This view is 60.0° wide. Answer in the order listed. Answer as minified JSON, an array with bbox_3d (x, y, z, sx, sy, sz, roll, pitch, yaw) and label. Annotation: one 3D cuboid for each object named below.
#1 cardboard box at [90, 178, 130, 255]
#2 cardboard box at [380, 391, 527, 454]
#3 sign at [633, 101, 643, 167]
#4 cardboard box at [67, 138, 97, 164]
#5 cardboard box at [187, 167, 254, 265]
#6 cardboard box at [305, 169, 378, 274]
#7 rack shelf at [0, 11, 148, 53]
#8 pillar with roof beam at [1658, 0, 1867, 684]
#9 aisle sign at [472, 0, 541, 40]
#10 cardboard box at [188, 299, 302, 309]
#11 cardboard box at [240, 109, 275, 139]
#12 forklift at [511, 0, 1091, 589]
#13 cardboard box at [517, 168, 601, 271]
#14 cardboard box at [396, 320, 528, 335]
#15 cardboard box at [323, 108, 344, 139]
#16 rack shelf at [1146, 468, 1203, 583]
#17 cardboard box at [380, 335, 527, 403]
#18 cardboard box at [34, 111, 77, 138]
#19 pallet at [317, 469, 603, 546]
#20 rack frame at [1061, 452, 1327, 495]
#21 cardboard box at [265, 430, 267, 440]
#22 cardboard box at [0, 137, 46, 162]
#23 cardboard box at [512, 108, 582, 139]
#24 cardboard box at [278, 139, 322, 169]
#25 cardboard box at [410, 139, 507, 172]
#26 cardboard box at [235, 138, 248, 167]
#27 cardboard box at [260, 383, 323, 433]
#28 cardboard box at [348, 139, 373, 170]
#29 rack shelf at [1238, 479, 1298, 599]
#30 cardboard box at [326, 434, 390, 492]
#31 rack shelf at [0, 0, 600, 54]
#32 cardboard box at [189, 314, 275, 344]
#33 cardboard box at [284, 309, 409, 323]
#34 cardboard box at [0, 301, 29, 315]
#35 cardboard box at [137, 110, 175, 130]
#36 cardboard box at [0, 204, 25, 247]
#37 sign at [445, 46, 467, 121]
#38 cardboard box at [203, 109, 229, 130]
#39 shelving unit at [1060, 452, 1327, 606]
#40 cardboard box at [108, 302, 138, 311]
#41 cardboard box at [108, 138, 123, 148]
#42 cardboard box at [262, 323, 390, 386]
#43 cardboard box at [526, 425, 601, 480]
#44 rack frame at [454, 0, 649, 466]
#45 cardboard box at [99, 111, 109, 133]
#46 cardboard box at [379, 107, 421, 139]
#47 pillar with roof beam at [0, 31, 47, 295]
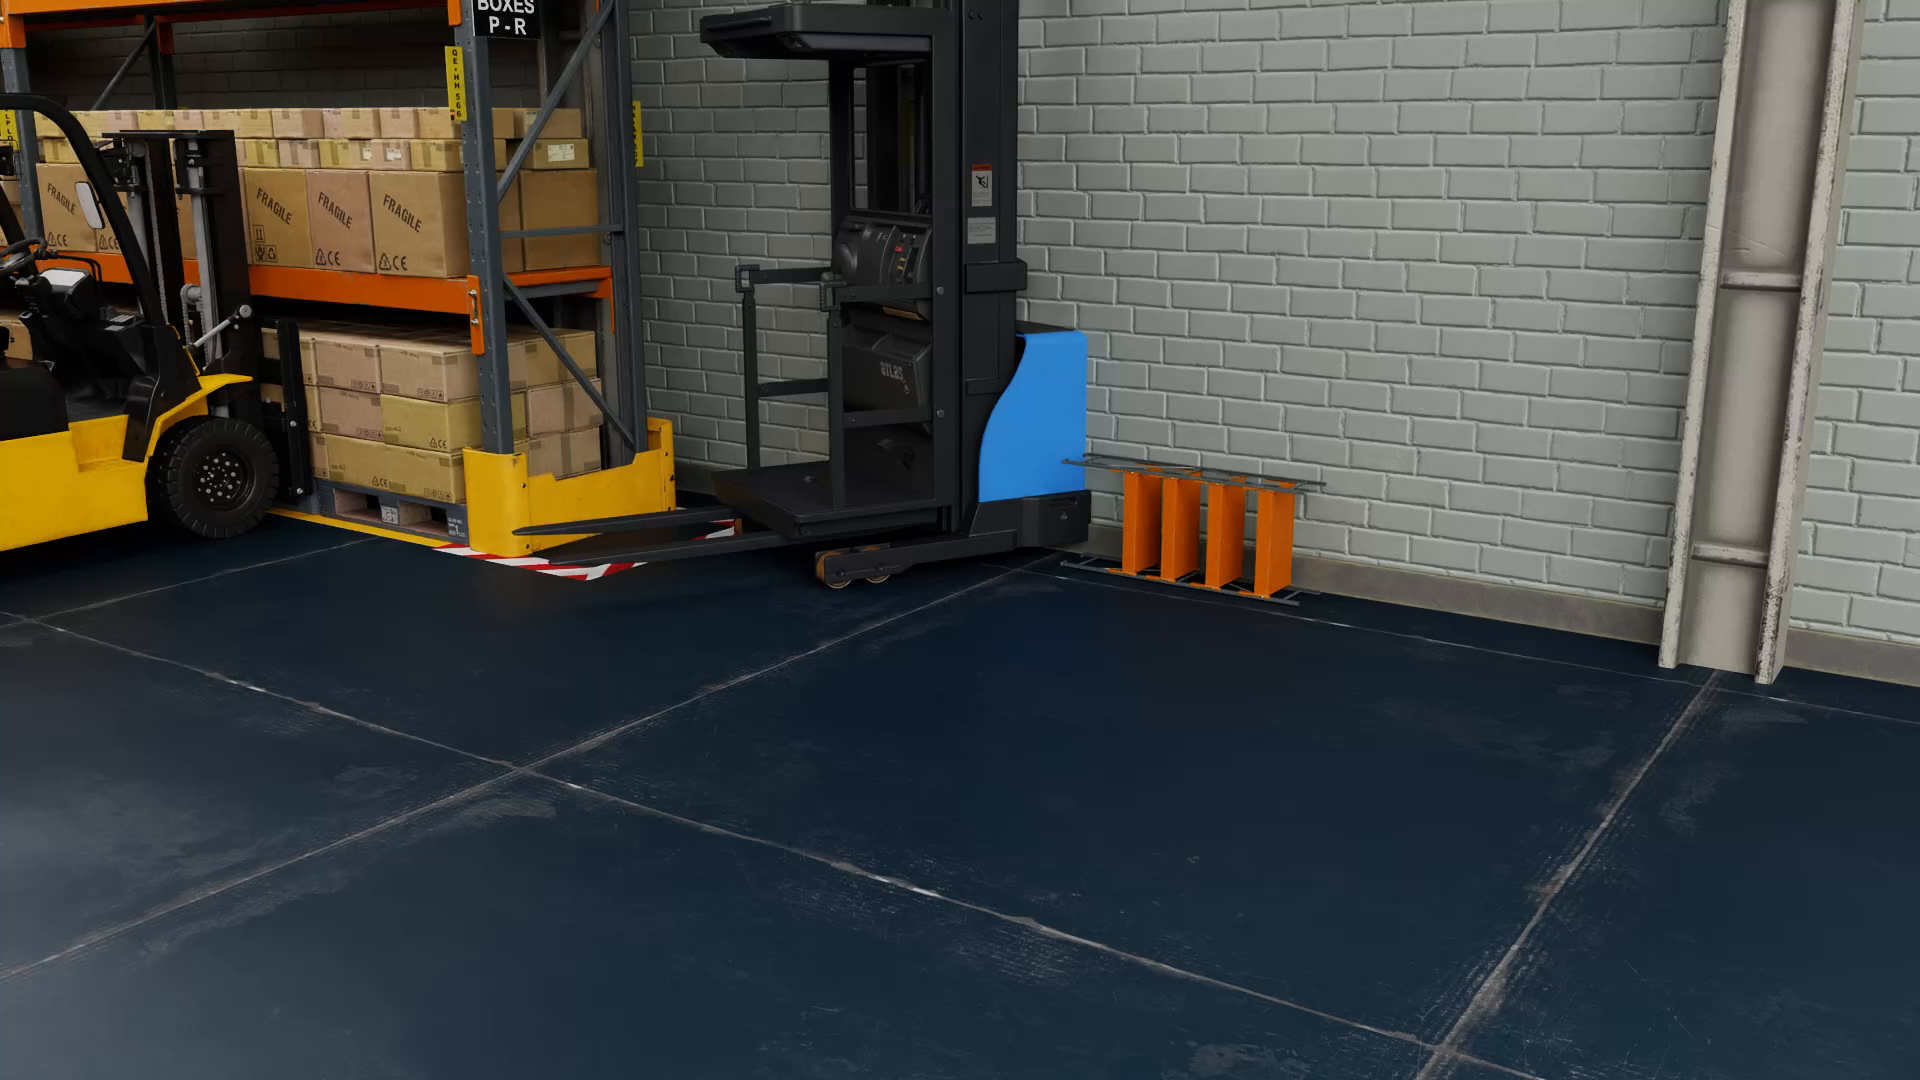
[{"bbox_3d":[-4.635,-1.916,9.612,0.500,0.500,0.500,10,17,34],"label":"cardboard box"},{"bbox_3d":[-2.558,-0.624,8.408,0.500,0.250,0.500,9,16,32],"label":"cardboard box"},{"bbox_3d":[-1.665,-2.077,8.507,0.005,0.325,0.100,9,17,33],"label":"sign"},{"bbox_3d":[-4.965,-2.279,9.730,0.250,0.149,0.380,10,17,34],"label":"cardboard box"},{"bbox_3d":[-3.809,-1.776,9.049,0.500,0.500,0.500,9,17,33],"label":"cardboard box"},{"bbox_3d":[-2.960,-1.643,8.508,0.500,0.500,0.500,10,17,35],"label":"cardboard box"},{"bbox_3d":[-6.958,-3.420,11.153,4.000,0.370,1.077,9,17,33],"label":"rack shelf"},{"bbox_3d":[0.521,-3.031,1.841,0.400,9.000,9.100,9,17,33],"label":"pillar with roof beam"},{"bbox_3d":[-2.089,-2.703,7.592,0.004,0.787,0.394,9,17,33],"label":"aisle sign"},{"bbox_3d":[-4.354,-1.307,10.130,0.500,0.250,0.500,9,16,32],"label":"cardboard box"},{"bbox_3d":[-3.510,-2.174,8.686,0.250,0.149,0.380,10,17,34],"label":"cardboard box"},{"bbox_3d":[-0.552,-1.350,7.677,3.031,2.935,1.130,-8,16,-28],"label":"forklift"},{"bbox_3d":[-2.236,-1.679,8.656,0.500,0.500,0.500,10,17,35],"label":"cardboard box"},{"bbox_3d":[-2.690,-1.032,9.017,0.500,0.250,0.500,9,17,33],"label":"cardboard box"},{"bbox_3d":[-3.014,-2.128,8.498,0.250,0.149,0.380,9,17,33],"label":"cardboard box"},{"bbox_3d":[0.975,-0.075,7.550,0.148,0.480,0.258,10,17,34],"label":"rack shelf"},{"bbox_3d":[-2.536,-0.863,8.334,0.500,0.250,0.500,10,17,35],"label":"cardboard box"},{"bbox_3d":[-5.200,-2.451,9.806,0.250,0.149,0.380,10,17,34],"label":"cardboard box"},{"bbox_3d":[-2.638,-0.250,8.892,1.213,0.211,1.003,9,17,33],"label":"pallet"},{"bbox_3d":[1.030,-0.302,7.454,1.200,0.015,0.240,10,17,34],"label":"rack frame"},{"bbox_3d":[-3.807,-0.581,9.275,0.500,0.250,0.500,10,17,35],"label":"cardboard box"},{"bbox_3d":[-5.706,-2.410,10.260,0.250,0.149,0.380,10,17,35],"label":"cardboard box"},{"bbox_3d":[-2.139,-2.104,8.405,0.250,0.149,0.380,9,16,32],"label":"cardboard box"},{"bbox_3d":[-3.281,-2.000,8.603,0.250,0.149,0.380,9,16,31],"label":"cardboard box"},{"bbox_3d":[-2.424,-1.863,8.049,0.250,0.149,0.380,9,17,34],"label":"cardboard box"},{"bbox_3d":[-3.659,-2.082,8.932,0.250,0.149,0.380,9,17,32],"label":"cardboard box"},{"bbox_3d":[-3.408,-0.758,8.951,0.500,0.250,0.500,9,16,32],"label":"cardboard box"},{"bbox_3d":[-2.834,-1.938,8.353,0.250,0.149,0.380,10,17,34],"label":"cardboard box"},{"bbox_3d":[1.352,-0.011,7.294,0.148,0.480,0.258,10,17,34],"label":"rack shelf"},{"bbox_3d":[-2.953,-0.447,8.733,0.500,0.250,0.500,9,17,33],"label":"cardboard box"},{"bbox_3d":[-3.639,-2.884,8.986,4.000,0.370,1.077,9,17,33],"label":"rack shelf"},{"bbox_3d":[-4.235,-1.137,9.443,0.500,0.250,0.500,10,17,35],"label":"cardboard box"},{"bbox_3d":[-3.520,-1.171,9.579,0.500,0.250,0.500,9,16,32],"label":"cardboard box"},{"bbox_3d":[-6.378,-1.270,11.278,0.625,0.625,0.875,9,17,32],"label":"cardboard box"},{"bbox_3d":[-4.329,-2.317,9.265,0.250,0.149,0.380,9,16,32],"label":"cardboard box"},{"bbox_3d":[-5.863,-1.988,10.424,0.500,0.250,0.500,10,17,34],"label":"cardboard box"},{"bbox_3d":[-2.294,-2.080,7.579,0.005,0.325,0.100,9,17,33],"label":"sign"},{"bbox_3d":[-3.870,-2.264,9.051,0.250,0.149,0.380,9,17,33],"label":"cardboard box"},{"bbox_3d":[1.030,-0.065,7.513,1.200,0.503,0.258,10,17,34],"label":"shelving unit"},{"bbox_3d":[-5.073,-1.272,9.988,0.500,0.250,0.500,9,16,32],"label":"cardboard box"},{"bbox_3d":[-4.570,-2.202,9.418,0.250,0.149,0.380,10,17,34],"label":"cardboard box"},{"bbox_3d":[-3.387,-0.996,8.872,0.500,0.250,0.500,9,17,34],"label":"cardboard box"},{"bbox_3d":[-2.278,-0.483,8.880,0.500,0.250,0.500,9,17,33],"label":"cardboard box"},{"bbox_3d":[-1.980,-1.509,8.176,0.127,3.000,1.000,9,17,33],"label":"rack frame"},{"bbox_3d":[-4.716,-2.402,9.606,0.250,0.149,0.380,9,16,32],"label":"cardboard box"},{"bbox_3d":[-2.617,-2.050,8.184,0.250,0.149,0.380,9,17,33],"label":"cardboard box"},{"bbox_3d":[-9.436,-4.640,8.342,0.400,9.000,9.100,9,17,33],"label":"pillar with roof beam"}]
